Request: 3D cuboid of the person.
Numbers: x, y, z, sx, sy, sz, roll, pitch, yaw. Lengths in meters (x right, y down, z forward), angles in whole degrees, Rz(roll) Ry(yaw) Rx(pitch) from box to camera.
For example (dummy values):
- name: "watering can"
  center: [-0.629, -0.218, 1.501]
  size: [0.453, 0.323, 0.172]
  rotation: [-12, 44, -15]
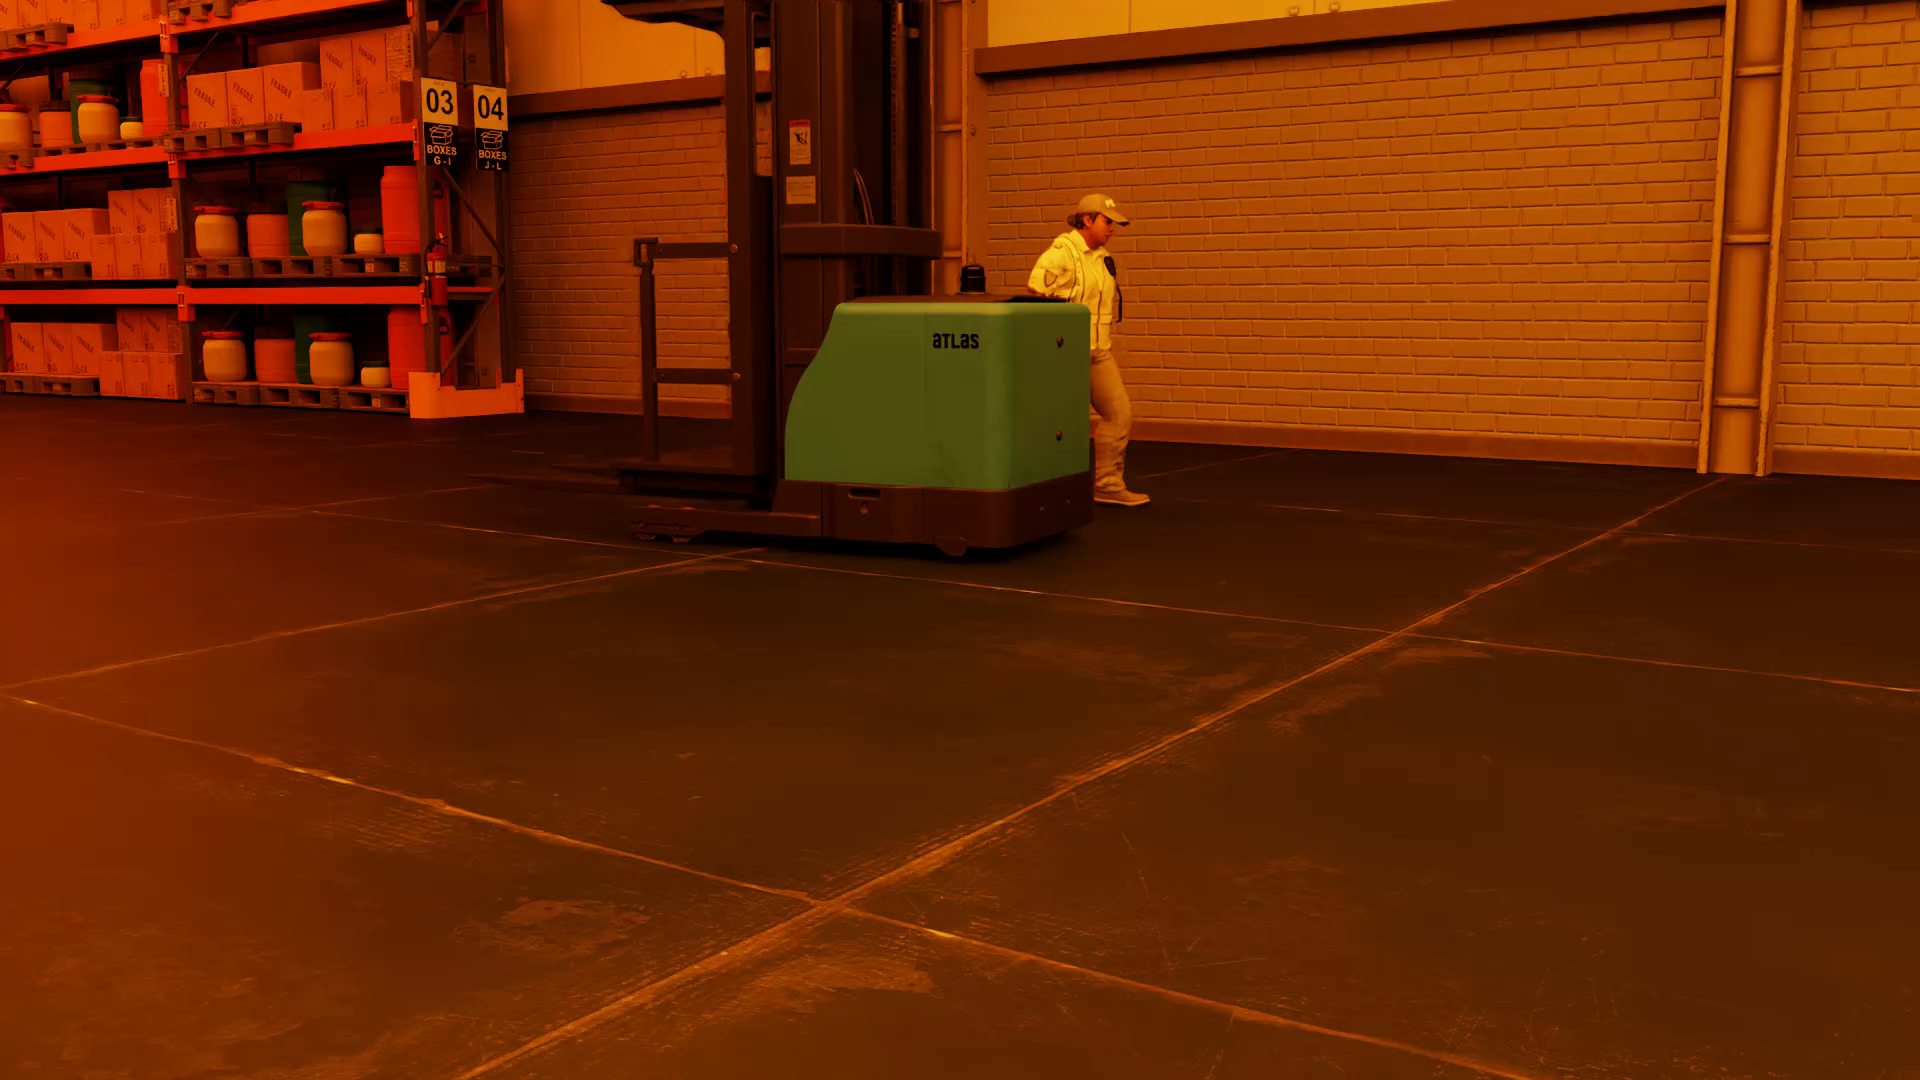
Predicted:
- name: "person"
  center: [0.647, -0.962, 8.619]
  size: [0.470, 1.637, 0.811]
  rotation: [7, 11, 42]

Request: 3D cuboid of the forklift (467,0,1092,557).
- name: "forklift"
  center: [-0.946, -1.498, 7.730]
  size: [3.031, 2.935, 1.130]
  rotation: [4, 9, 26]
